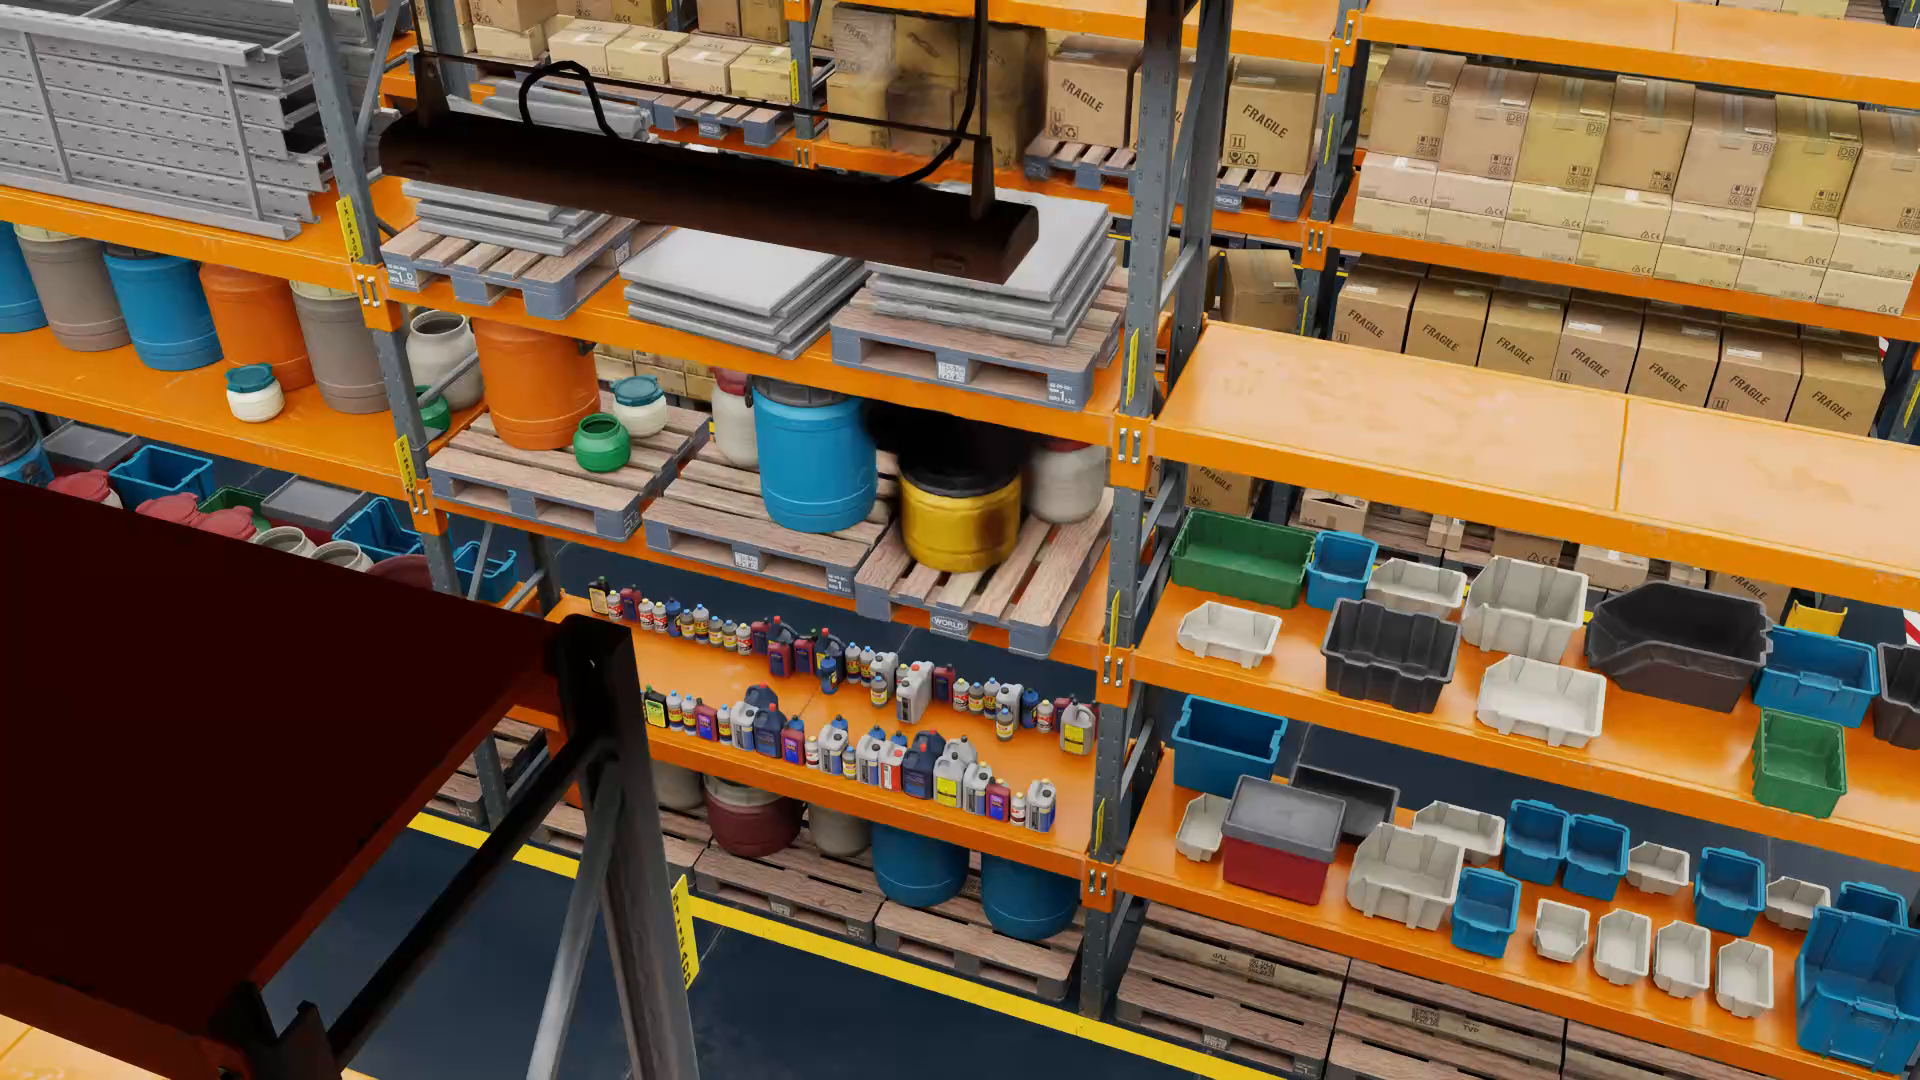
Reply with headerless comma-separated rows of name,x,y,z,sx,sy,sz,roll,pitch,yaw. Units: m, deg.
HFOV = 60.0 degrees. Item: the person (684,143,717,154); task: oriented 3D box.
person,-2.607,-3.461,16.612,0.751,1.716,0.723,9,37,12
